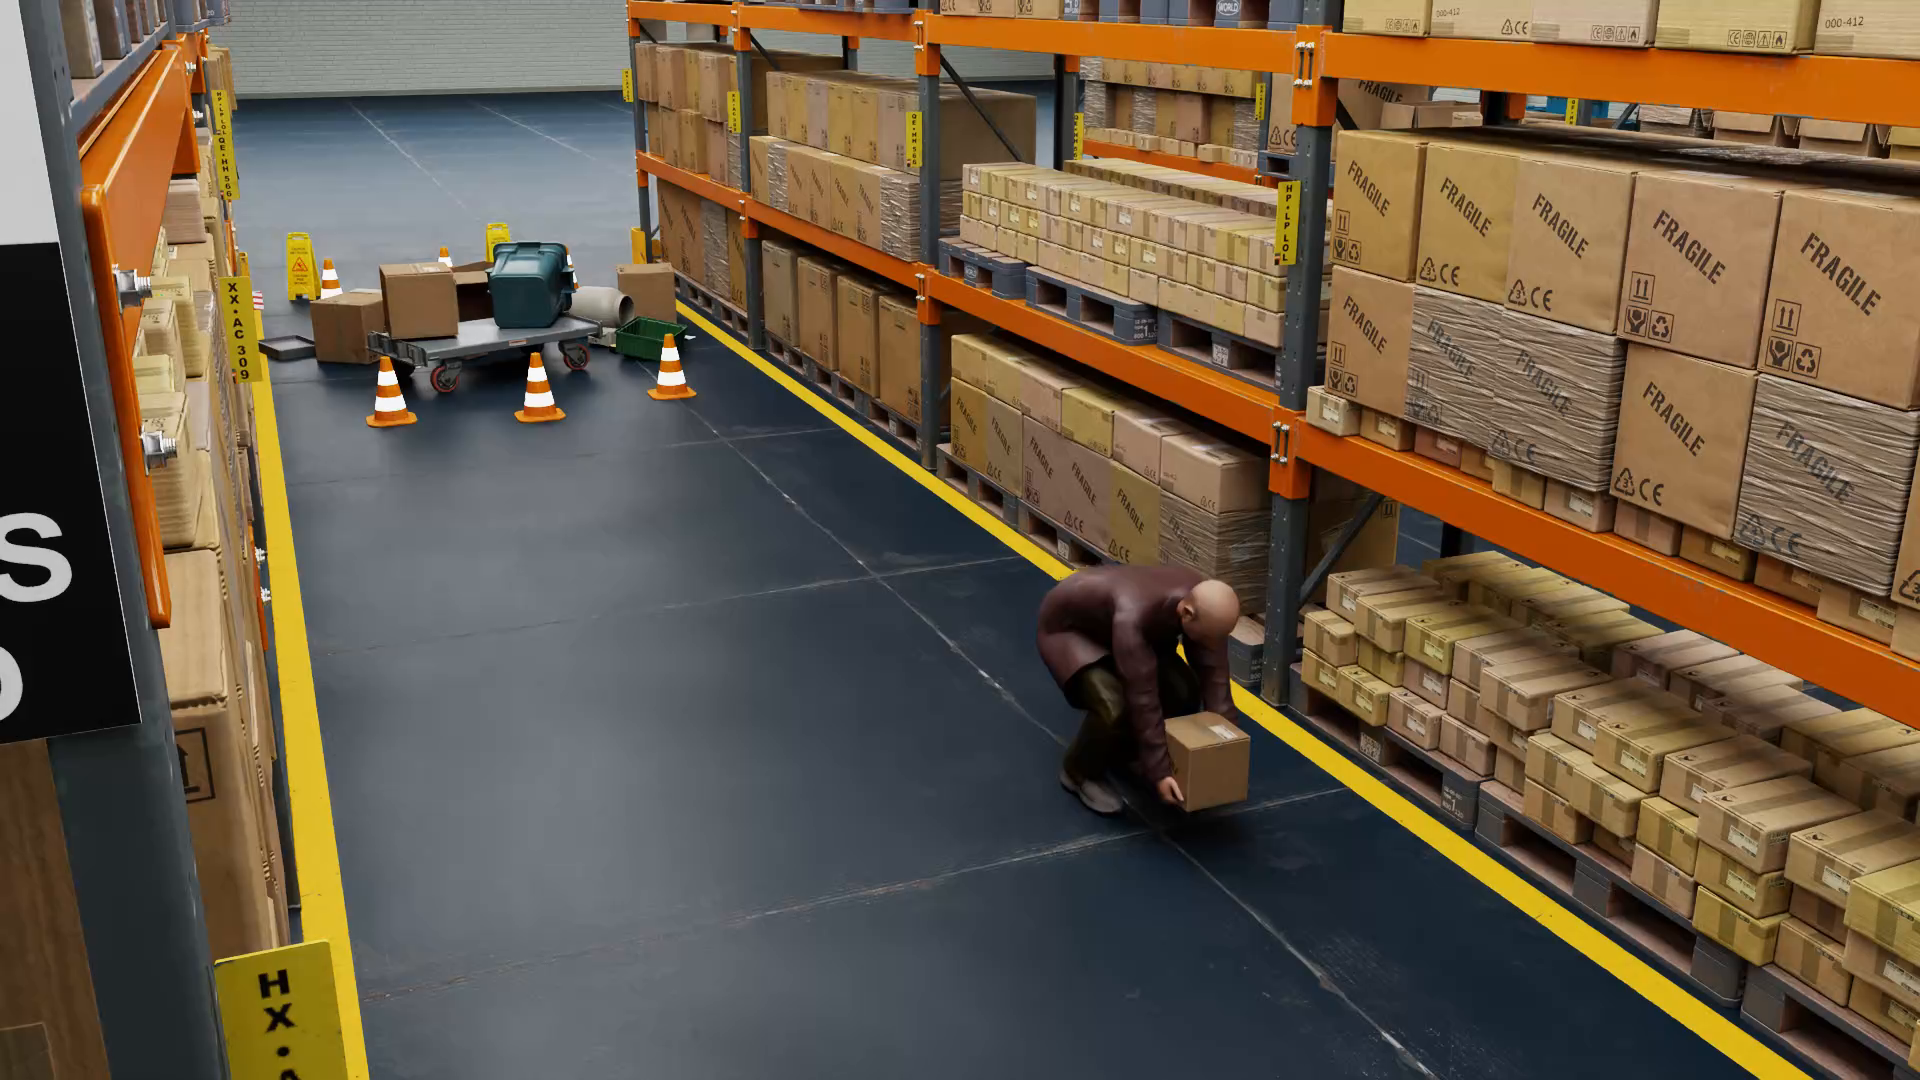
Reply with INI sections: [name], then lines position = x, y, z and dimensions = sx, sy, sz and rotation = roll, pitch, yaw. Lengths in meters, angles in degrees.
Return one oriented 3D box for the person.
[person]
position = 0.680, 0.540, 6.220
dimensions = 0.588, 0.987, 0.974
rotation = -13, 23, -34
